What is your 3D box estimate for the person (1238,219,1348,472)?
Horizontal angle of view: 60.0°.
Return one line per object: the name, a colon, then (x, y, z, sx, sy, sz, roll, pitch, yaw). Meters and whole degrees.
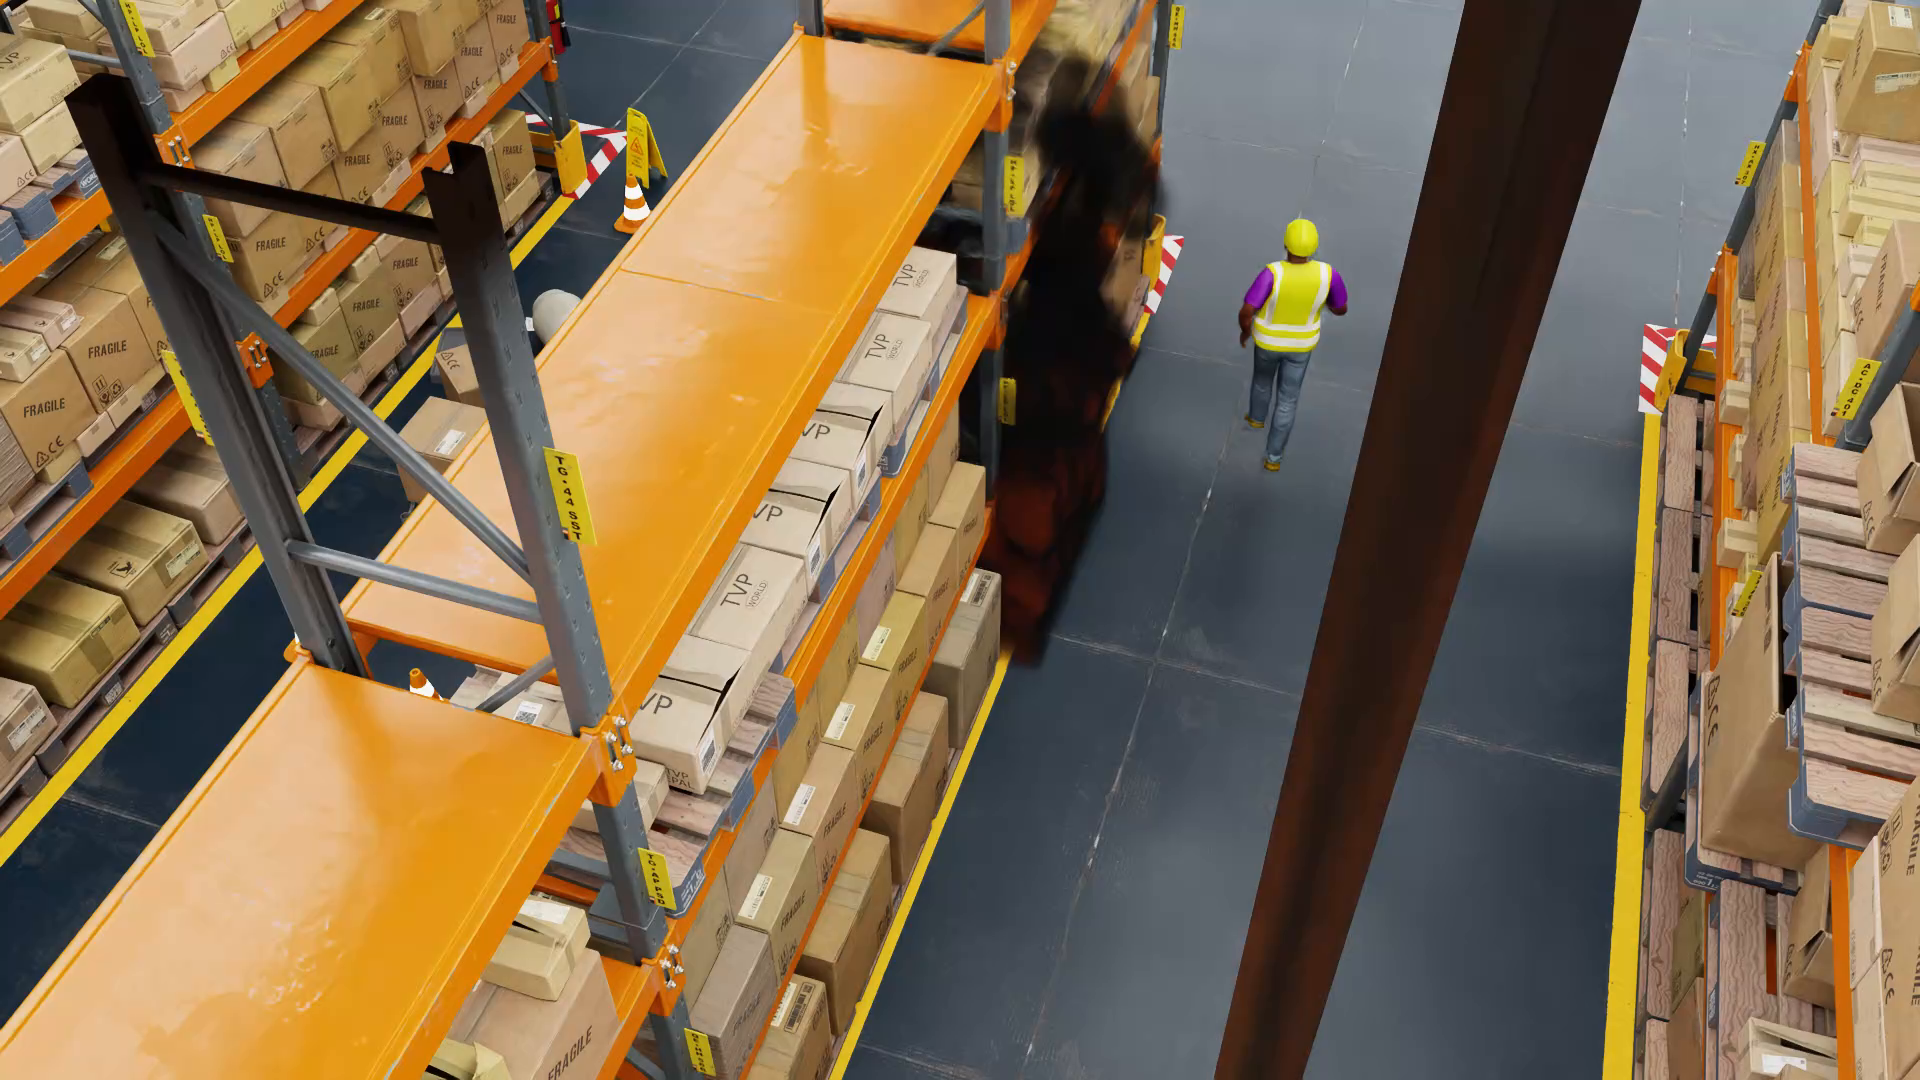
person: (2.108, -1.257, 10.733, 0.676, 1.839, 0.756, 8, 46, 7)
